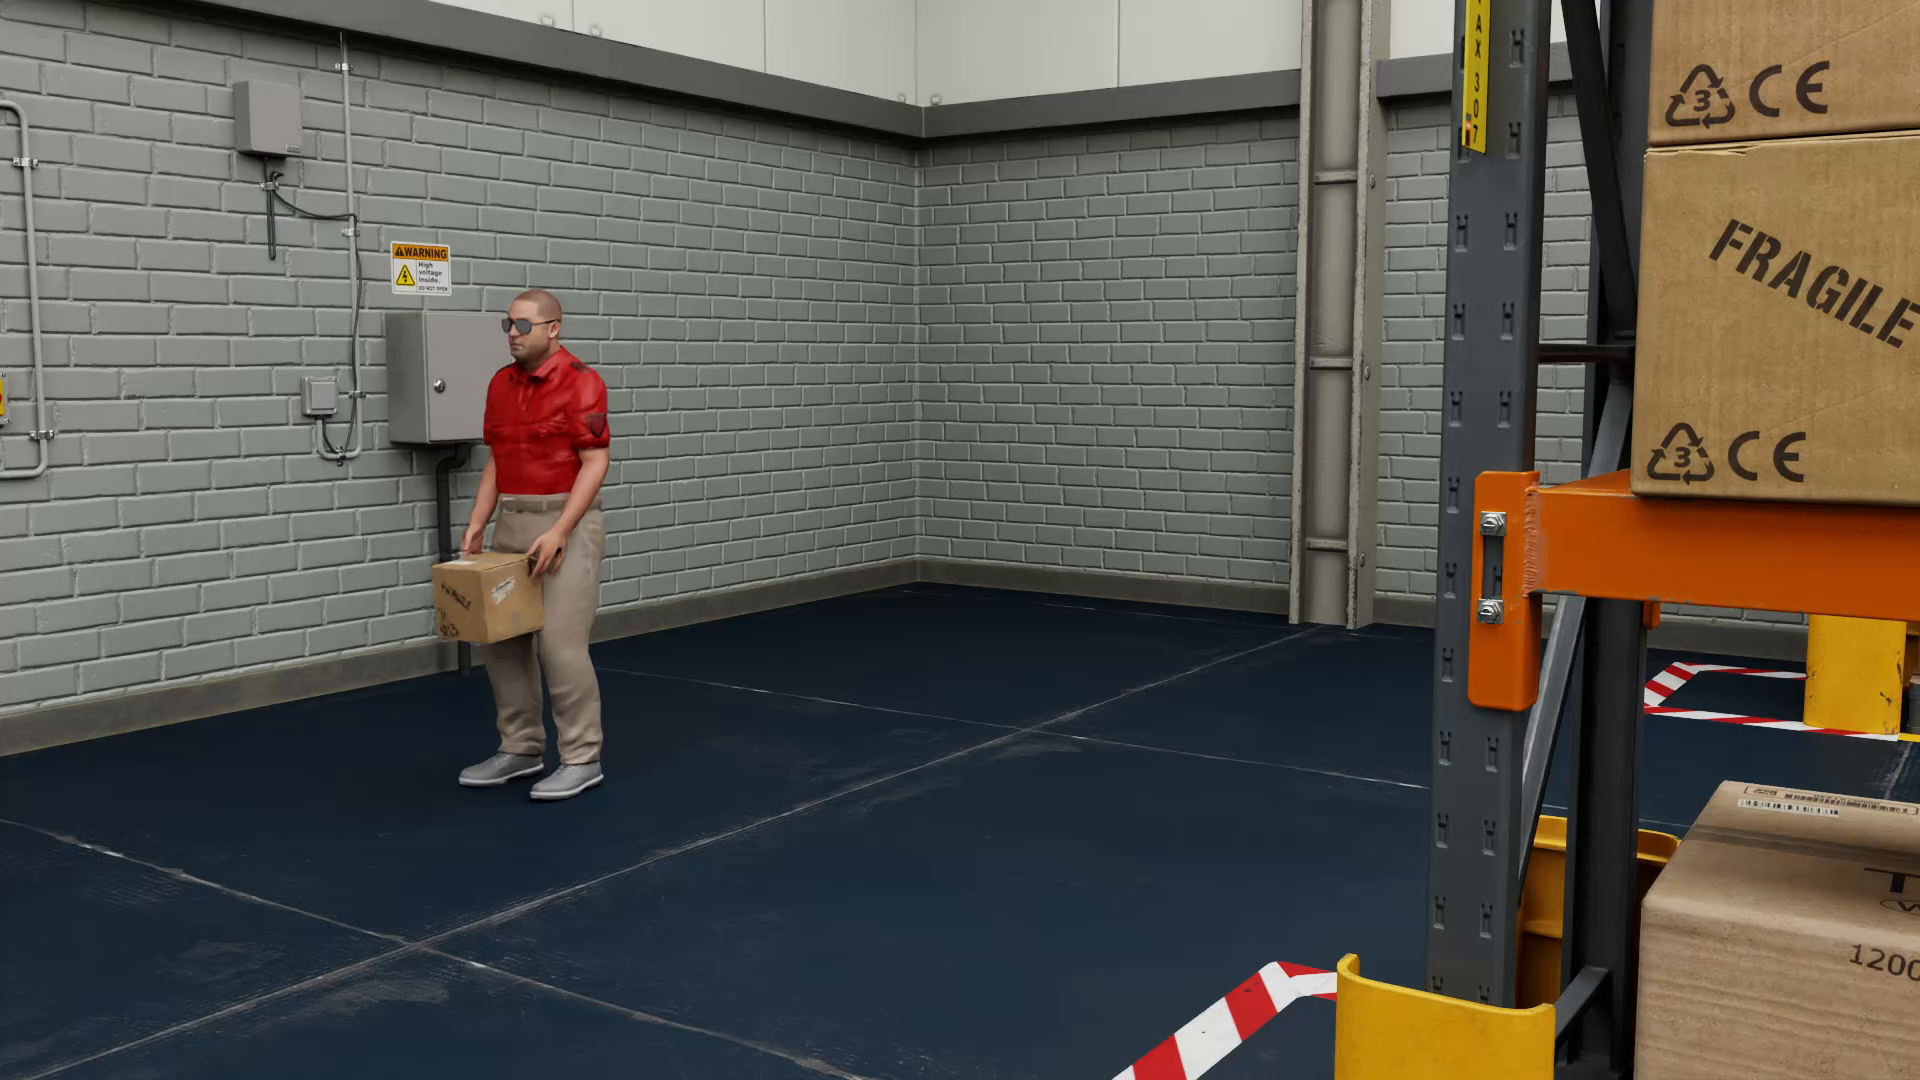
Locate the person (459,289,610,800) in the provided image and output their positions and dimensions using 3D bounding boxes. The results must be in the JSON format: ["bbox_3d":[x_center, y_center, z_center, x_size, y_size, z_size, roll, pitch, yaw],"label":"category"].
[{"bbox_3d":[-1.462,0.004,5.774,0.547,1.733,0.405,4,7,32],"label":"person"}]
